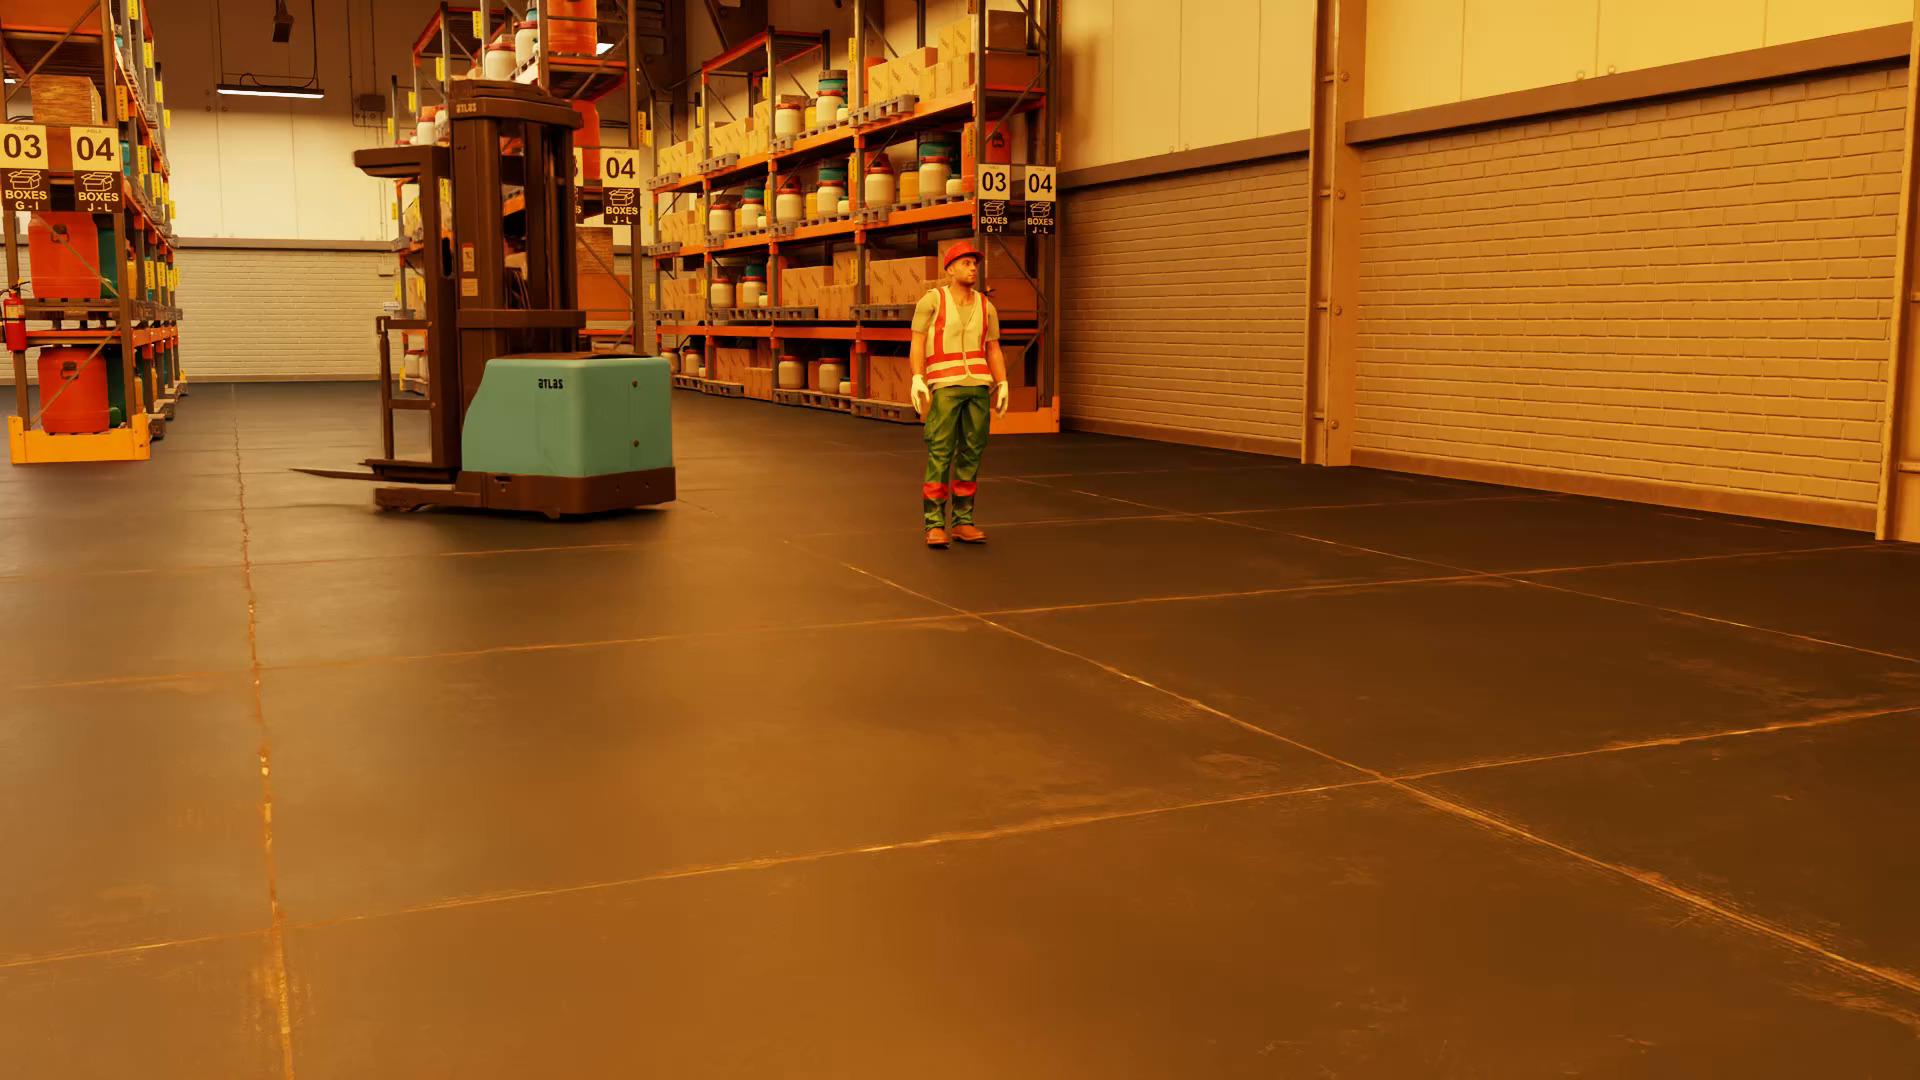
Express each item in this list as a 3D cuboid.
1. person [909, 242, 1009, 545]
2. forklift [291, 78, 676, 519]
[{"bbox_3d":[0.023,-0.884,9.958,0.638,1.789,0.562,-3,8,-23],"label":"person"},{"bbox_3d":[-3.543,-1.704,11.868,3.031,2.935,1.130,4,9,29],"label":"forklift"}]
